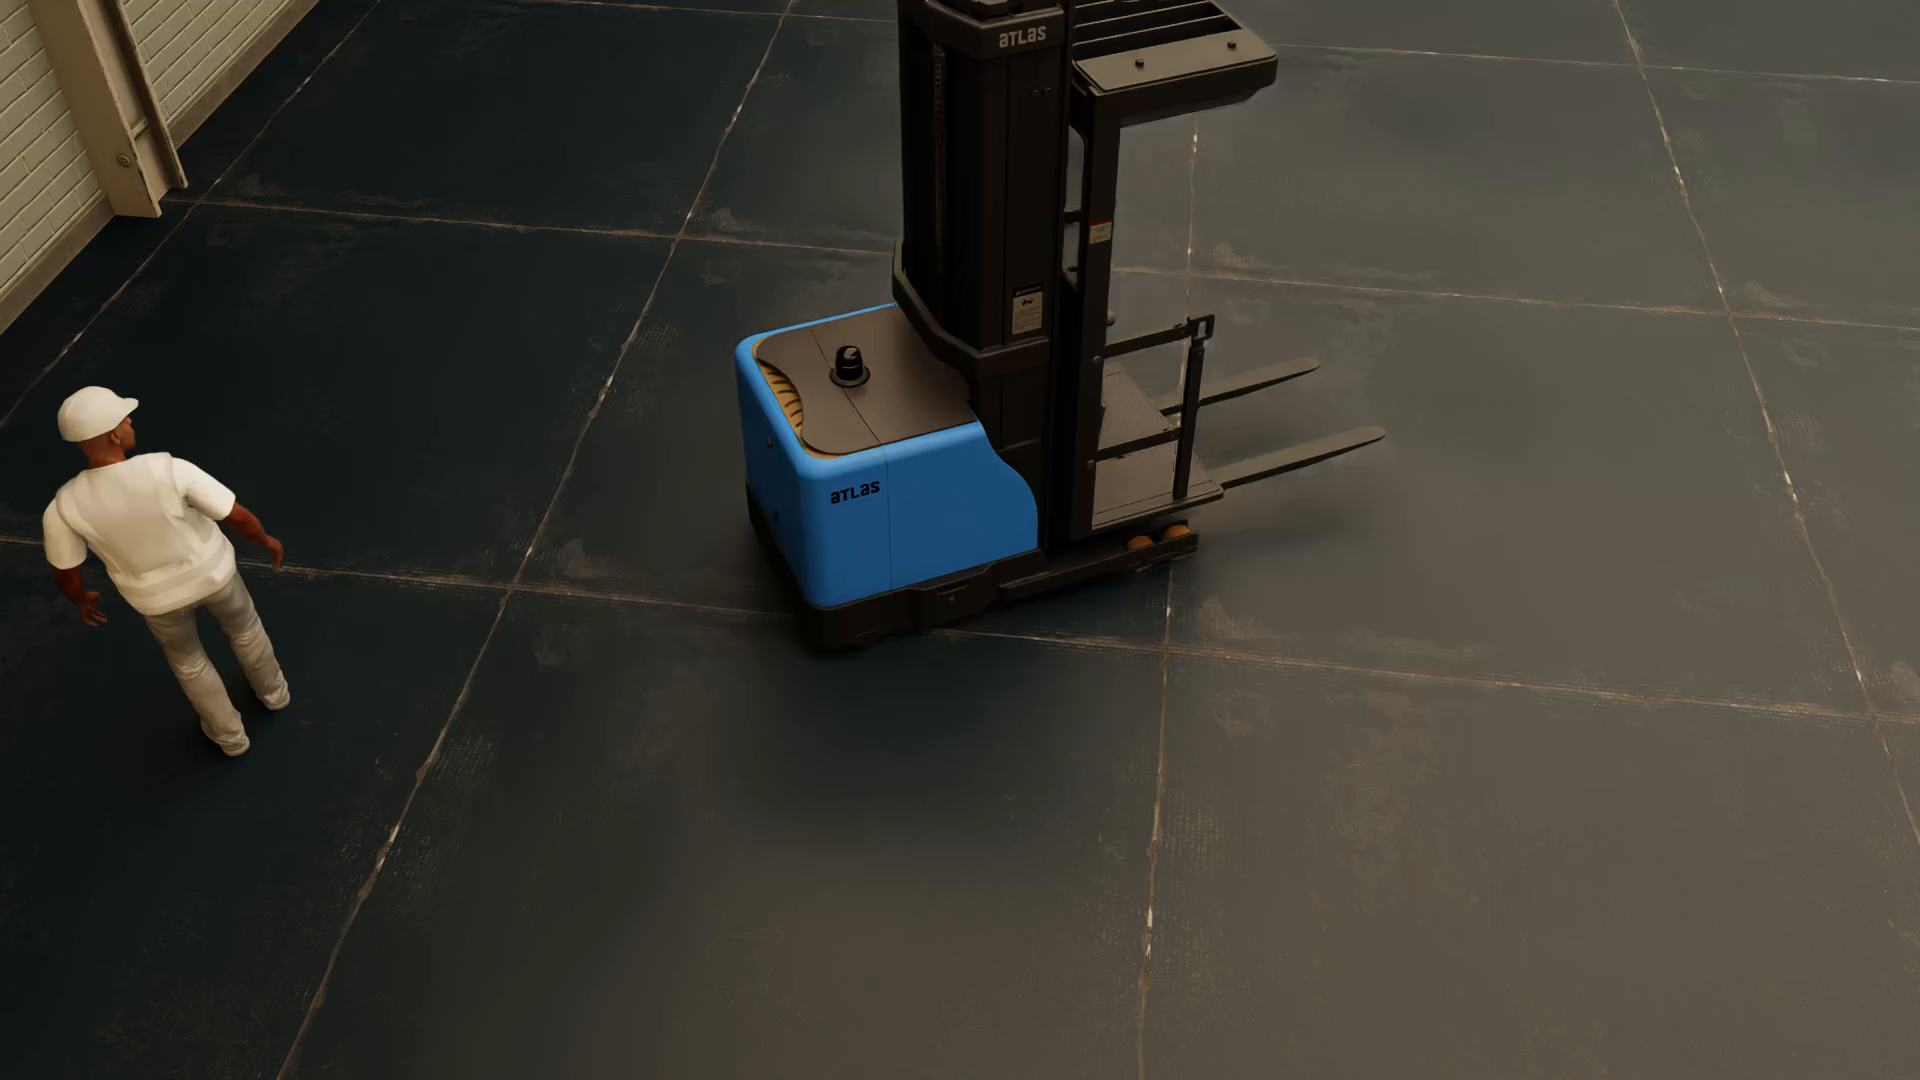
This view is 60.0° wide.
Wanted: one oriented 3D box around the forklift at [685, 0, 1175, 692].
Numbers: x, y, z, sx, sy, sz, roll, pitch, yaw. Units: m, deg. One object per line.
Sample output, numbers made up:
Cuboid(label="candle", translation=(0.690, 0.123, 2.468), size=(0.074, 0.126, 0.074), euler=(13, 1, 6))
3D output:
Cuboid(label="forklift", translation=(-0.341, -1.397, 7.246), size=(1.130, 2.935, 3.031), euler=(-25, 48, -24))

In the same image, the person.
Cuboid(label="person", translation=(-3.035, 0.135, 6.439), size=(0.552, 1.771, 0.384), euler=(-22, 47, -22))
